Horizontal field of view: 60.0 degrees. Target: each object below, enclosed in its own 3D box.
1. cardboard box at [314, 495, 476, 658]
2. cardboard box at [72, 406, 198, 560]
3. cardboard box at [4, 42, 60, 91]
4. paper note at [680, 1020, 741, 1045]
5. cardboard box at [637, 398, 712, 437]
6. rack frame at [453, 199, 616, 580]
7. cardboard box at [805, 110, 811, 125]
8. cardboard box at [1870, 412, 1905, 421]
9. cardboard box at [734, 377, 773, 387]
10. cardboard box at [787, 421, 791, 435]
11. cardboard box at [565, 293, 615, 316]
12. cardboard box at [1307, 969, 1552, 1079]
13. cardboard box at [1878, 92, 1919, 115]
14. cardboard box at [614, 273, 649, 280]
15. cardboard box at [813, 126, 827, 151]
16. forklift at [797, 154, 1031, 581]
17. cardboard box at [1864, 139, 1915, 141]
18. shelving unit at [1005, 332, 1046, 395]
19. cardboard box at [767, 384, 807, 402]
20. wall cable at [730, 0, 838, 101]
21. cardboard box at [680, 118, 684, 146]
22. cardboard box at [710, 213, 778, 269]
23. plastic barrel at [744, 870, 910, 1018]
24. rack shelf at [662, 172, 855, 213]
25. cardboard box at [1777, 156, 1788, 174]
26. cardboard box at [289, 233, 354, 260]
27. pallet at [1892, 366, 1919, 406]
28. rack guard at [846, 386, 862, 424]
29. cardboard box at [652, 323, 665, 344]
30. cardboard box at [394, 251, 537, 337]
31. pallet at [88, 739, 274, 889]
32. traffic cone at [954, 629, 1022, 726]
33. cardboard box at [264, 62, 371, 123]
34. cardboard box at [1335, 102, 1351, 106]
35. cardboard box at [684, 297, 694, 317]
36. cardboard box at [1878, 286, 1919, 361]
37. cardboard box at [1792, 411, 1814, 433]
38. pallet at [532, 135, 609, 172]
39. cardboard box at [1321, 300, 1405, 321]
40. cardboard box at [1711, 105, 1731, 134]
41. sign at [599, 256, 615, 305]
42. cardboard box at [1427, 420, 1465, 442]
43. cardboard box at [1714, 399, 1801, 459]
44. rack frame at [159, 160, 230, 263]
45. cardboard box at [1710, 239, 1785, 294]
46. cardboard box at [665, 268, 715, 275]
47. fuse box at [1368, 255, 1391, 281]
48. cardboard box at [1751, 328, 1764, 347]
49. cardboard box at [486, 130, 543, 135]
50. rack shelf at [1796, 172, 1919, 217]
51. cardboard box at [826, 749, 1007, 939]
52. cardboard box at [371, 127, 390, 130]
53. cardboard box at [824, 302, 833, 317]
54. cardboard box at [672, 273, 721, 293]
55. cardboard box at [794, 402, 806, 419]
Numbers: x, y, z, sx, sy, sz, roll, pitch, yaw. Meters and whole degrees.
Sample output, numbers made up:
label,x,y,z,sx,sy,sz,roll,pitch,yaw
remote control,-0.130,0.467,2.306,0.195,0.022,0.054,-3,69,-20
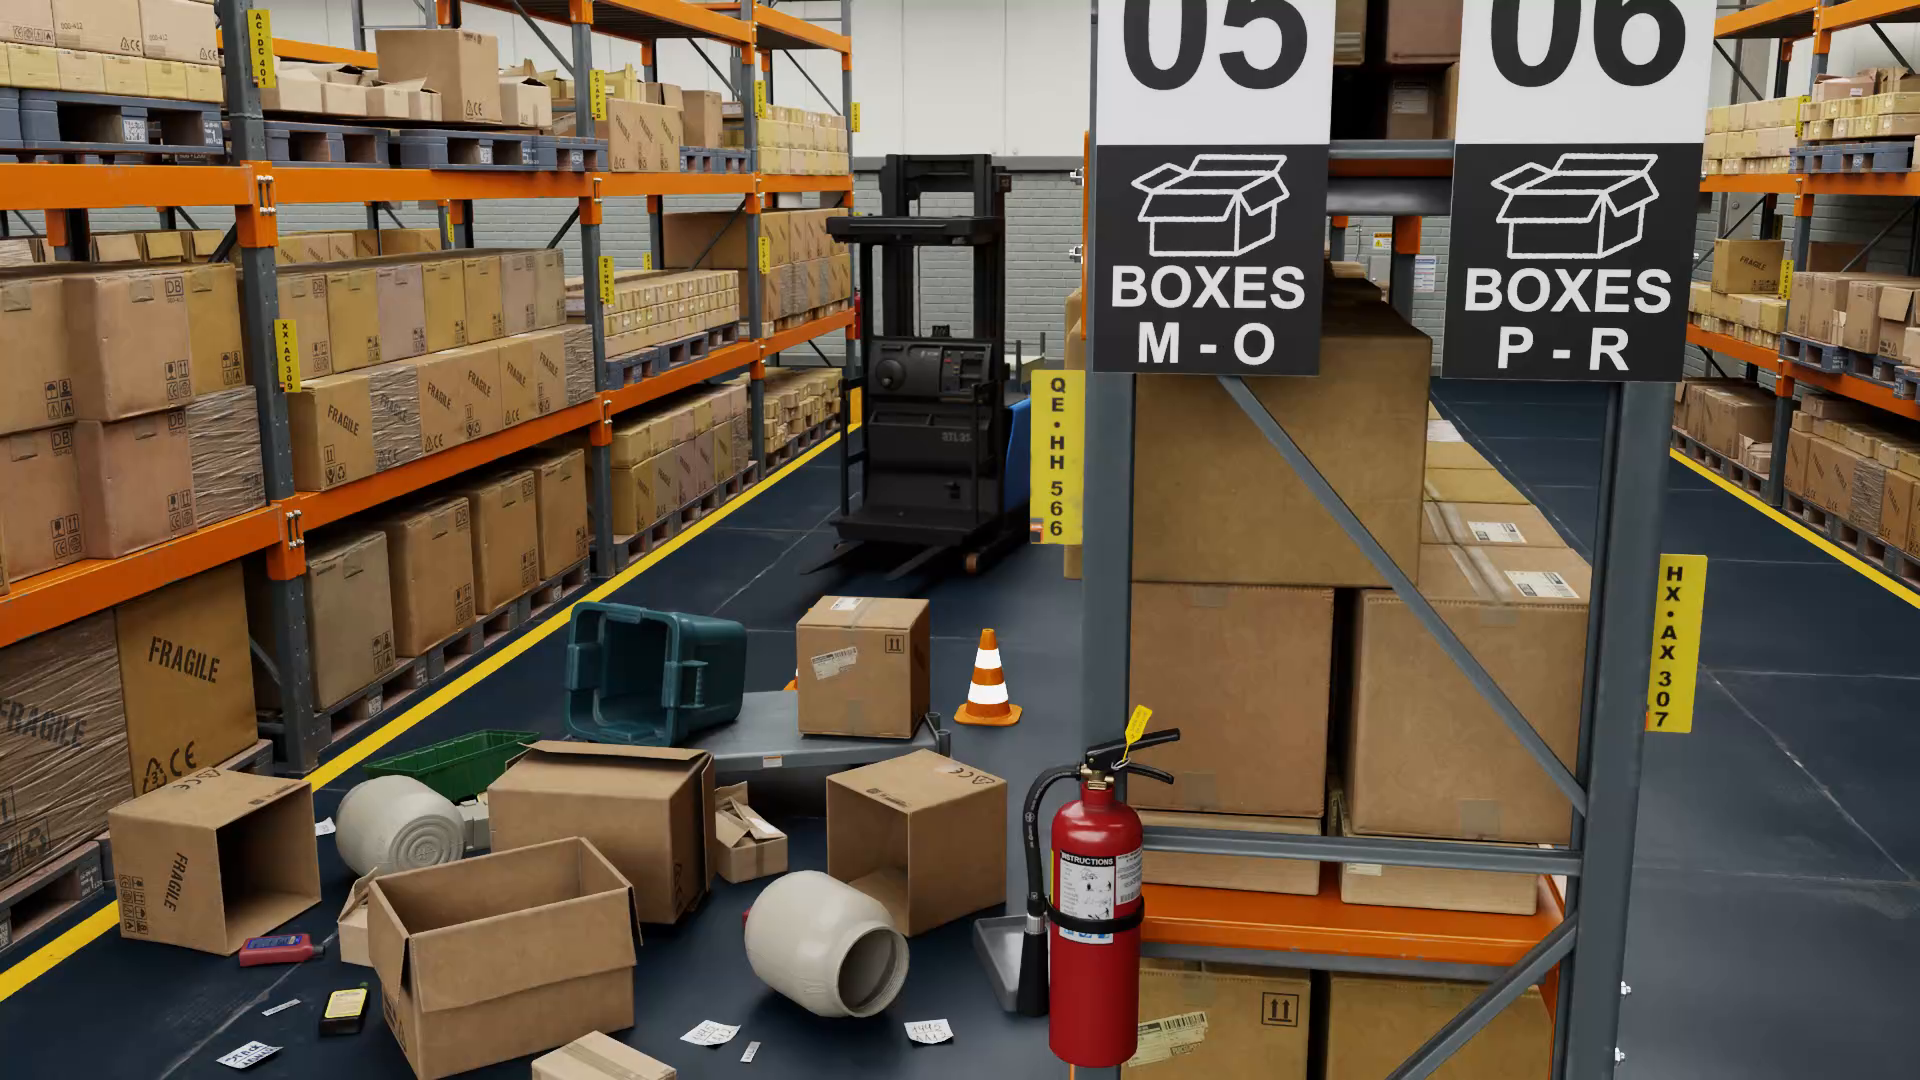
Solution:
label,x,y,z,sx,sy,sz,roll,pitch,yaw
cardboard box,-3.407,0.180,9.380,1.050,0.750,0.750,2,12,9
cardboard box,-3.673,-0.262,6.734,0.875,0.550,0.550,2,12,9
cardboard box,-3.461,-1.681,5.918,0.380,0.149,0.250,2,12,10
paper note,-0.816,1.614,5.457,0.148,0.019,0.142,7,14,28
cardboard box,-2.359,-1.016,13.746,0.500,0.250,0.500,1,12,6
rack frame,-2.950,-1.214,11.507,1.000,3.000,0.127,2,12,9
cardboard box,-1.739,-4.313,16.991,0.380,0.149,0.250,2,12,7
cardboard box,7.705,-0.962,13.733,0.380,0.149,0.250,1,12,6
cardboard box,-2.233,-1.662,17.945,0.380,0.149,0.250,2,12,11
cardboard box,-1.937,-1.144,16.953,0.380,0.149,0.250,1,12,6
cardboard box,-2.687,-1.678,11.848,0.380,0.149,0.250,2,12,9
cardboard box,1.127,1.199,4.060,0.500,0.500,0.500,1,12,7
cardboard box,6.819,-3.120,11.886,0.380,0.149,0.250,2,12,9
cardboard box,-2.929,-2.241,14.461,0.380,0.149,0.250,2,12,9
cardboard box,-1.698,-4.200,17.409,0.500,0.250,0.500,2,12,9
forklift,-0.284,-1.280,11.975,1.130,2.935,3.031,4,13,18
cardboard box,7.499,-3.280,13.334,0.380,0.149,0.250,2,12,8
shelving unit,0.409,-0.954,13.861,0.431,1.500,0.755,4,13,18
cardboard box,-1.812,-1.539,17.371,0.380,0.149,0.250,2,12,9
wall cable,-2.330,-8.632,24.050,2.277,5.999,0.120,2,12,9
cardboard box,-2.678,-3.498,14.201,0.500,0.311,0.500,2,12,8
cardboard box,-2.025,-2.816,15.622,0.500,0.500,0.500,2,12,10
plastic barrel,-0.452,1.371,5.627,0.421,0.421,0.512,-10,16,-40
rack shelf,-2.027,-3.578,17.062,1.077,0.370,4.000,2,12,9
cardboard box,7.281,-3.226,14.319,0.380,0.149,0.250,2,12,9
cardboard box,-6.735,-2.969,17.521,0.500,0.500,0.500,1,12,7
pallet,6.897,-0.964,10.803,1.213,0.211,1.003,2,12,9
rack guard,-1.732,-1.642,19.424,1.175,0.500,0.348,2,12,9
cardboard box,-2.521,-1.607,12.929,0.380,0.149,0.250,2,12,11
cardboard box,-3.106,-1.553,10.470,0.700,0.500,0.500,2,12,8
pallet,-3.760,1.138,7.214,1.003,0.211,1.213,2,12,9
traffic cone,0.149,0.695,8.672,0.336,0.463,0.334,2,12,9
cardboard box,-3.513,-2.430,9.008,0.500,0.311,0.500,1,12,7
cardboard box,1.307,-1.363,4.726,0.500,0.250,0.500,2,12,10
cardboard box,-2.400,-1.911,13.633,0.380,0.149,0.250,2,12,9
cardboard box,6.930,-1.516,11.667,0.797,0.503,0.637,2,12,7
cardboard box,7.159,-0.982,13.825,0.380,0.149,0.250,2,12,11
pallet,-2.997,-2.452,10.581,1.213,0.211,1.003,2,12,11
cardboard box,0.674,-0.311,3.999,0.700,0.500,0.500,2,12,9
cardboard box,7.615,-4.068,16.094,0.500,0.250,0.500,2,12,8
sign,-2.401,-1.763,11.304,0.100,0.325,0.005,2,12,9
cardboard box,1.371,-0.120,5.488,0.500,0.500,0.500,2,12,10
cardboard box,7.575,-1.046,15.665,0.700,0.500,0.500,1,12,7
rack frame,-7.220,-2.228,16.214,1.000,3.000,0.127,2,12,9
cardboard box,7.526,-2.621,15.903,0.500,0.500,0.500,2,12,10
cardboard box,-2.540,-2.351,15.838,0.500,0.500,0.500,2,12,9
fuse box,6.084,-3.186,23.716,0.539,1.711,0.414,2,12,9
cardboard box,7.311,-1.809,14.863,0.380,0.149,0.250,2,12,10
cardboard box,-3.113,-2.856,11.770,0.500,0.500,0.500,2,12,9
rack shelf,7.169,-2.446,11.809,1.077,0.370,4.000,2,12,9
cardboard box,-0.168,1.158,6.429,0.500,0.500,0.500,-10,16,-40
cardboard box,-6.838,-4.607,18.660,0.700,0.500,0.500,1,12,7
cardboard box,-1.606,-2.522,18.174,0.380,0.149,0.250,2,12,10
cardboard box,-2.286,-2.220,14.364,0.380,0.149,0.250,1,12,7
cardboard box,-1.800,-1.339,17.152,0.380,0.149,0.250,2,12,8
